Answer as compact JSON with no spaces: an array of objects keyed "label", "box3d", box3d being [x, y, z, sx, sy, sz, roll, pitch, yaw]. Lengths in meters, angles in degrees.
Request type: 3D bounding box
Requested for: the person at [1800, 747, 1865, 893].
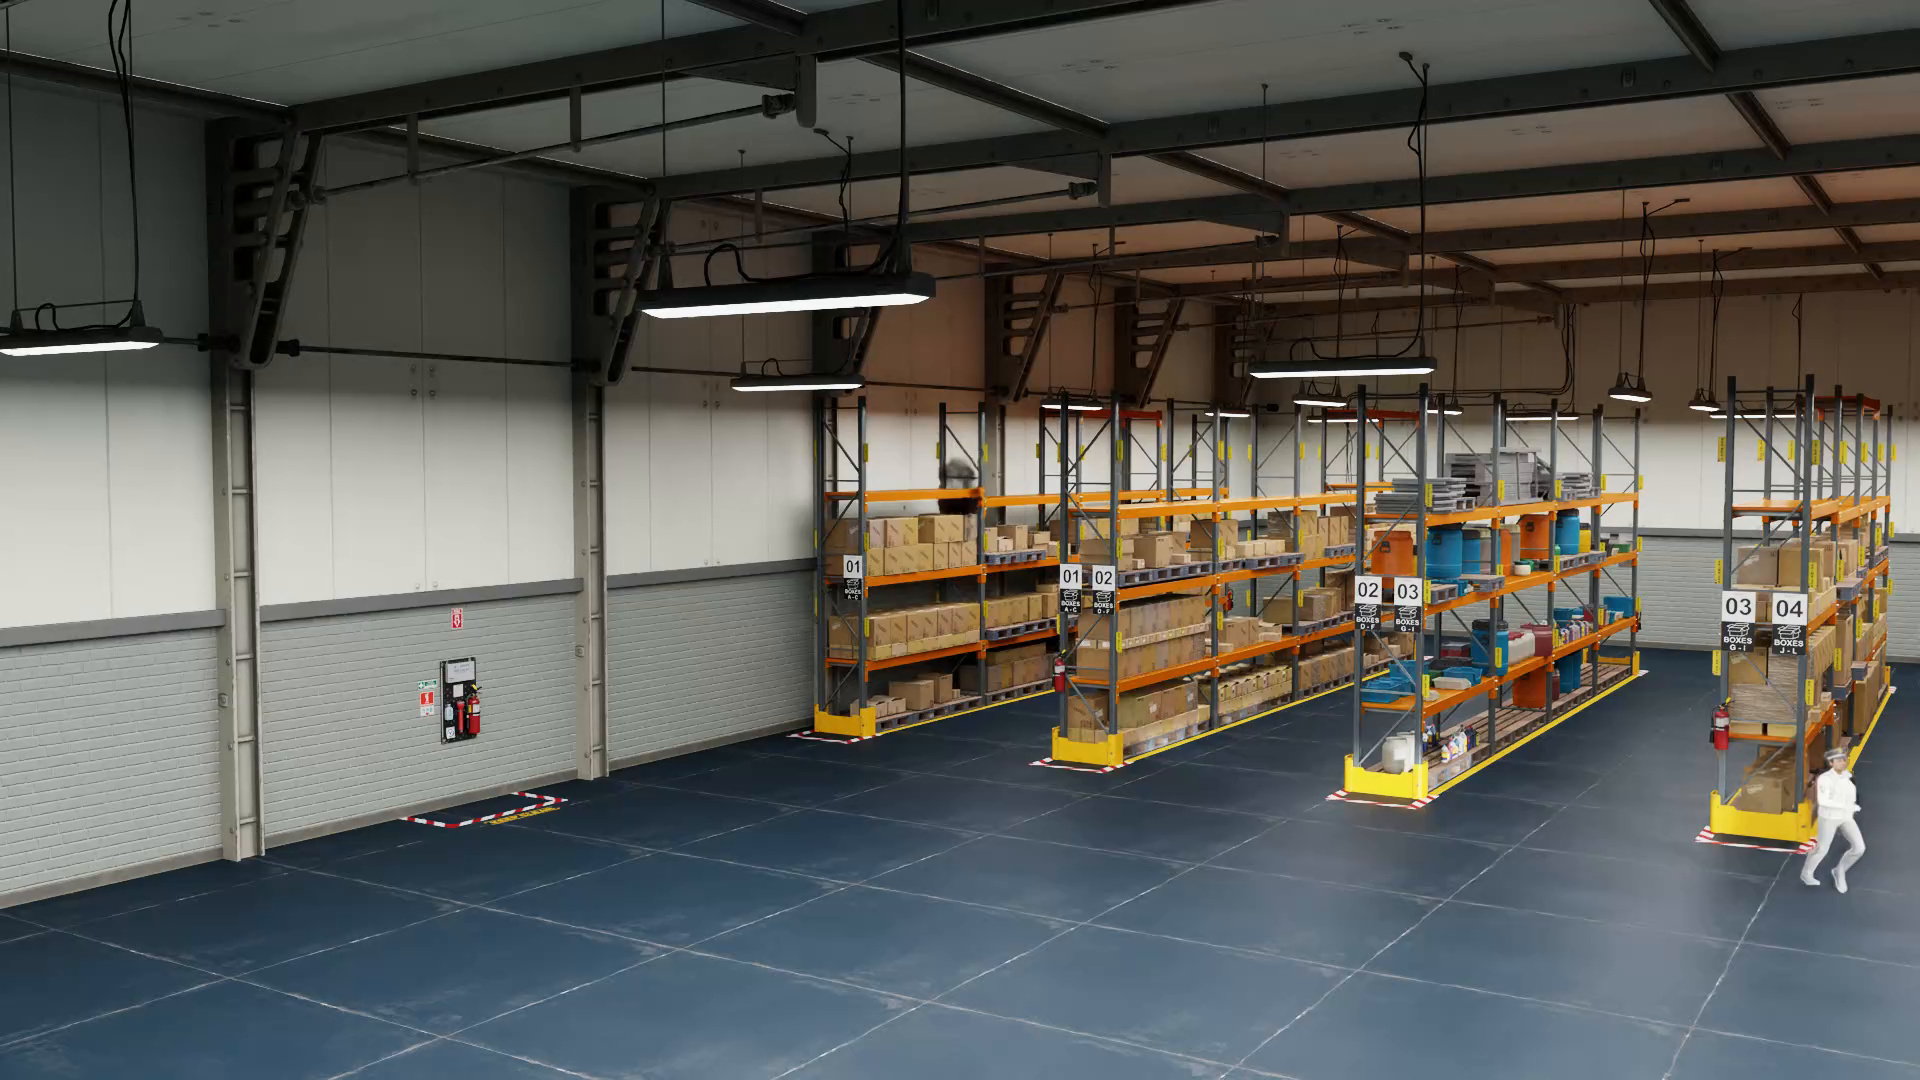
[{"label":"person","box3d":[9.944,3.159,18.843,0.622,1.666,0.822,-1,3,-11]}]
